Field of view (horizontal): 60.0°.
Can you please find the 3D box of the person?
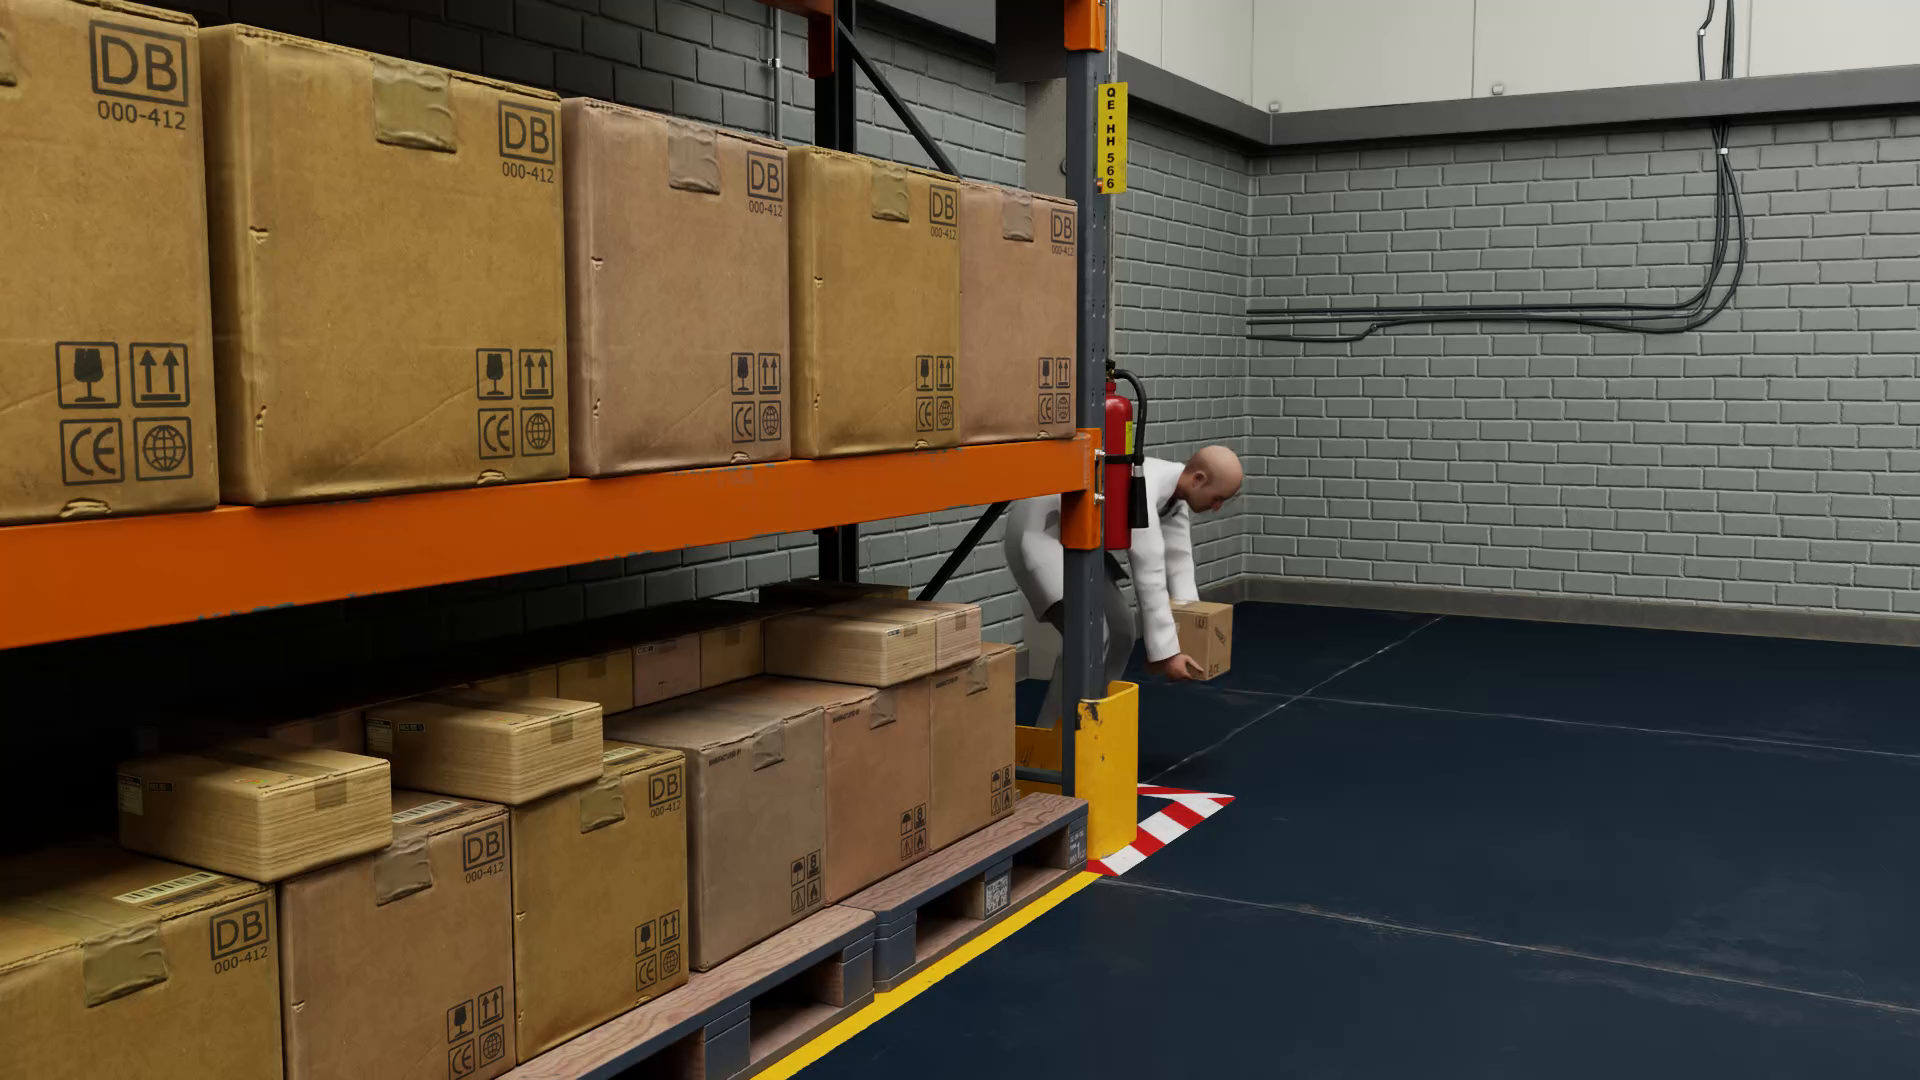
[{"bbox_3d":[0.609,0.250,6.311,0.923,1.231,0.547,3,6,26],"label":"person"}]
